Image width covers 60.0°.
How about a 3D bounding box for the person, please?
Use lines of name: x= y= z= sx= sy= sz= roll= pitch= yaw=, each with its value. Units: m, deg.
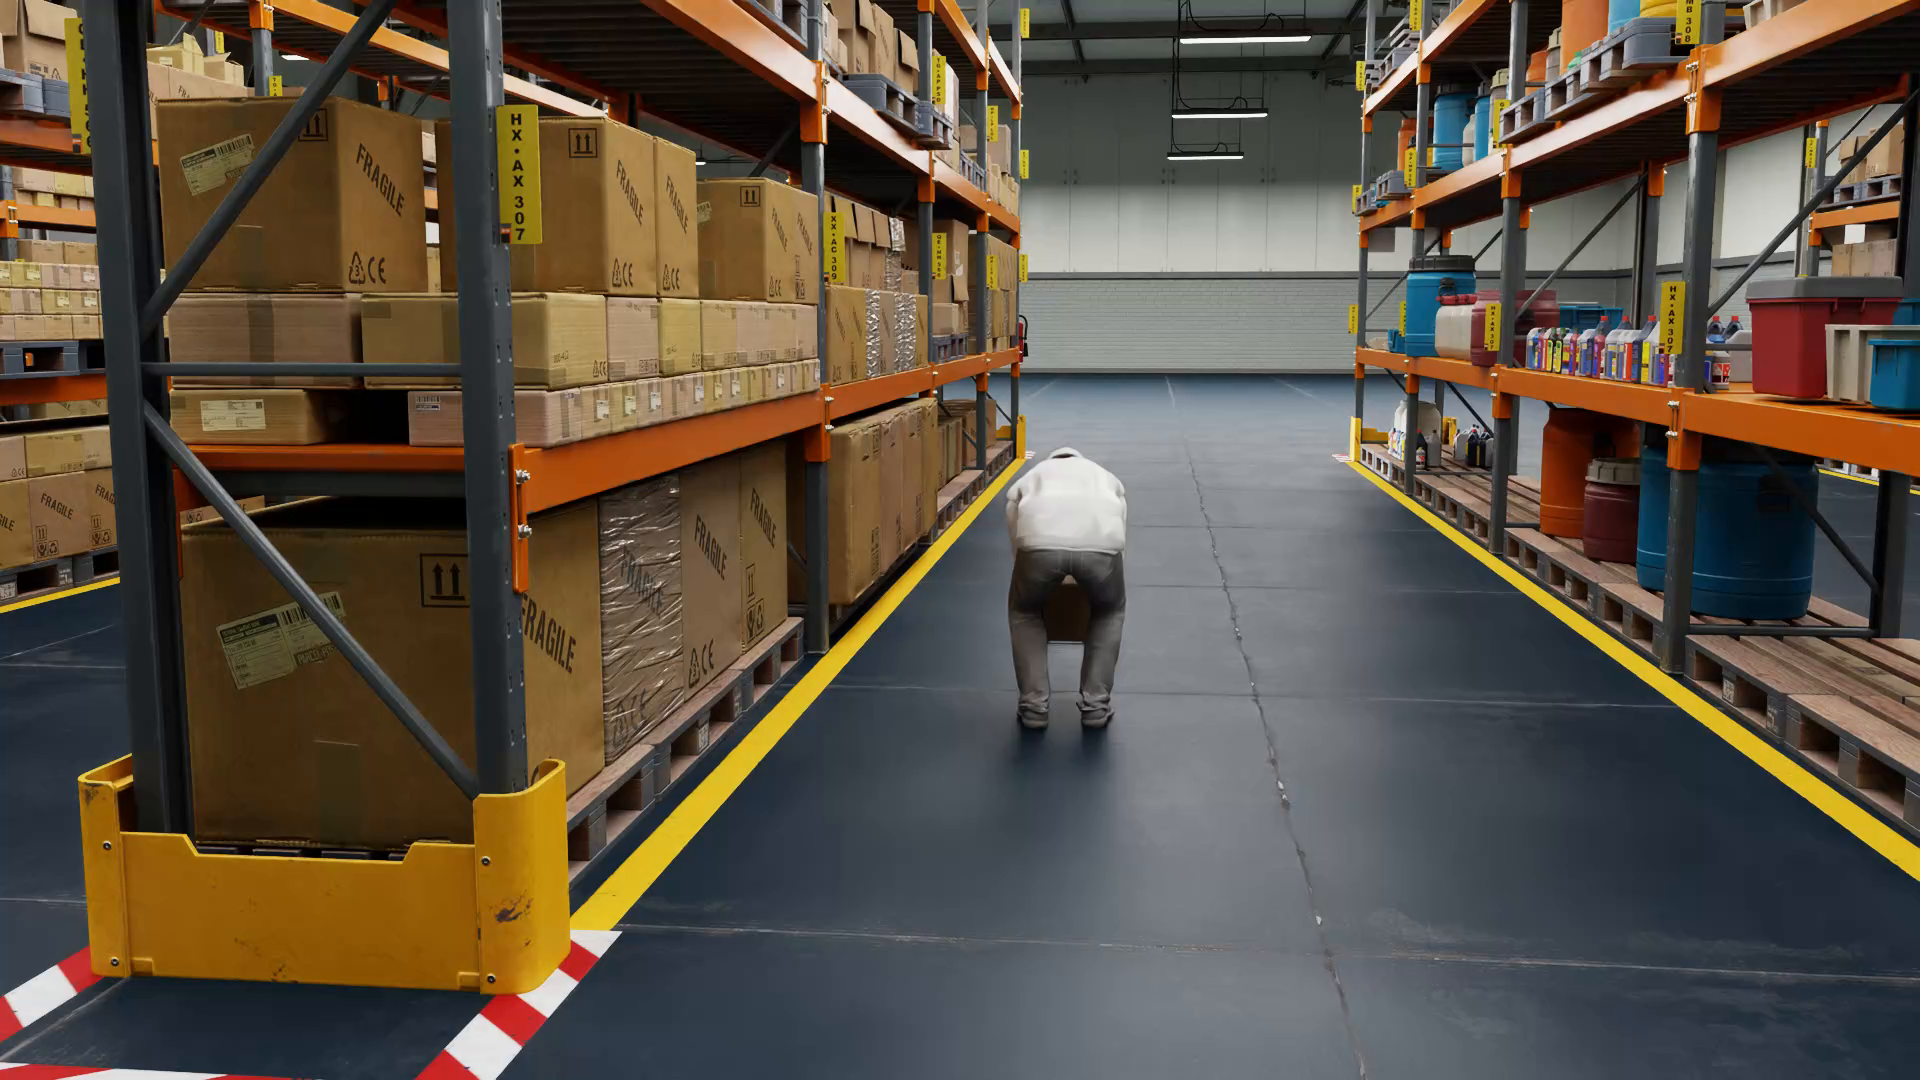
person: x=0.438 y=0.183 z=6.907 sx=0.508 sy=1.085 sz=0.966 roll=0 pitch=8 yaw=3
